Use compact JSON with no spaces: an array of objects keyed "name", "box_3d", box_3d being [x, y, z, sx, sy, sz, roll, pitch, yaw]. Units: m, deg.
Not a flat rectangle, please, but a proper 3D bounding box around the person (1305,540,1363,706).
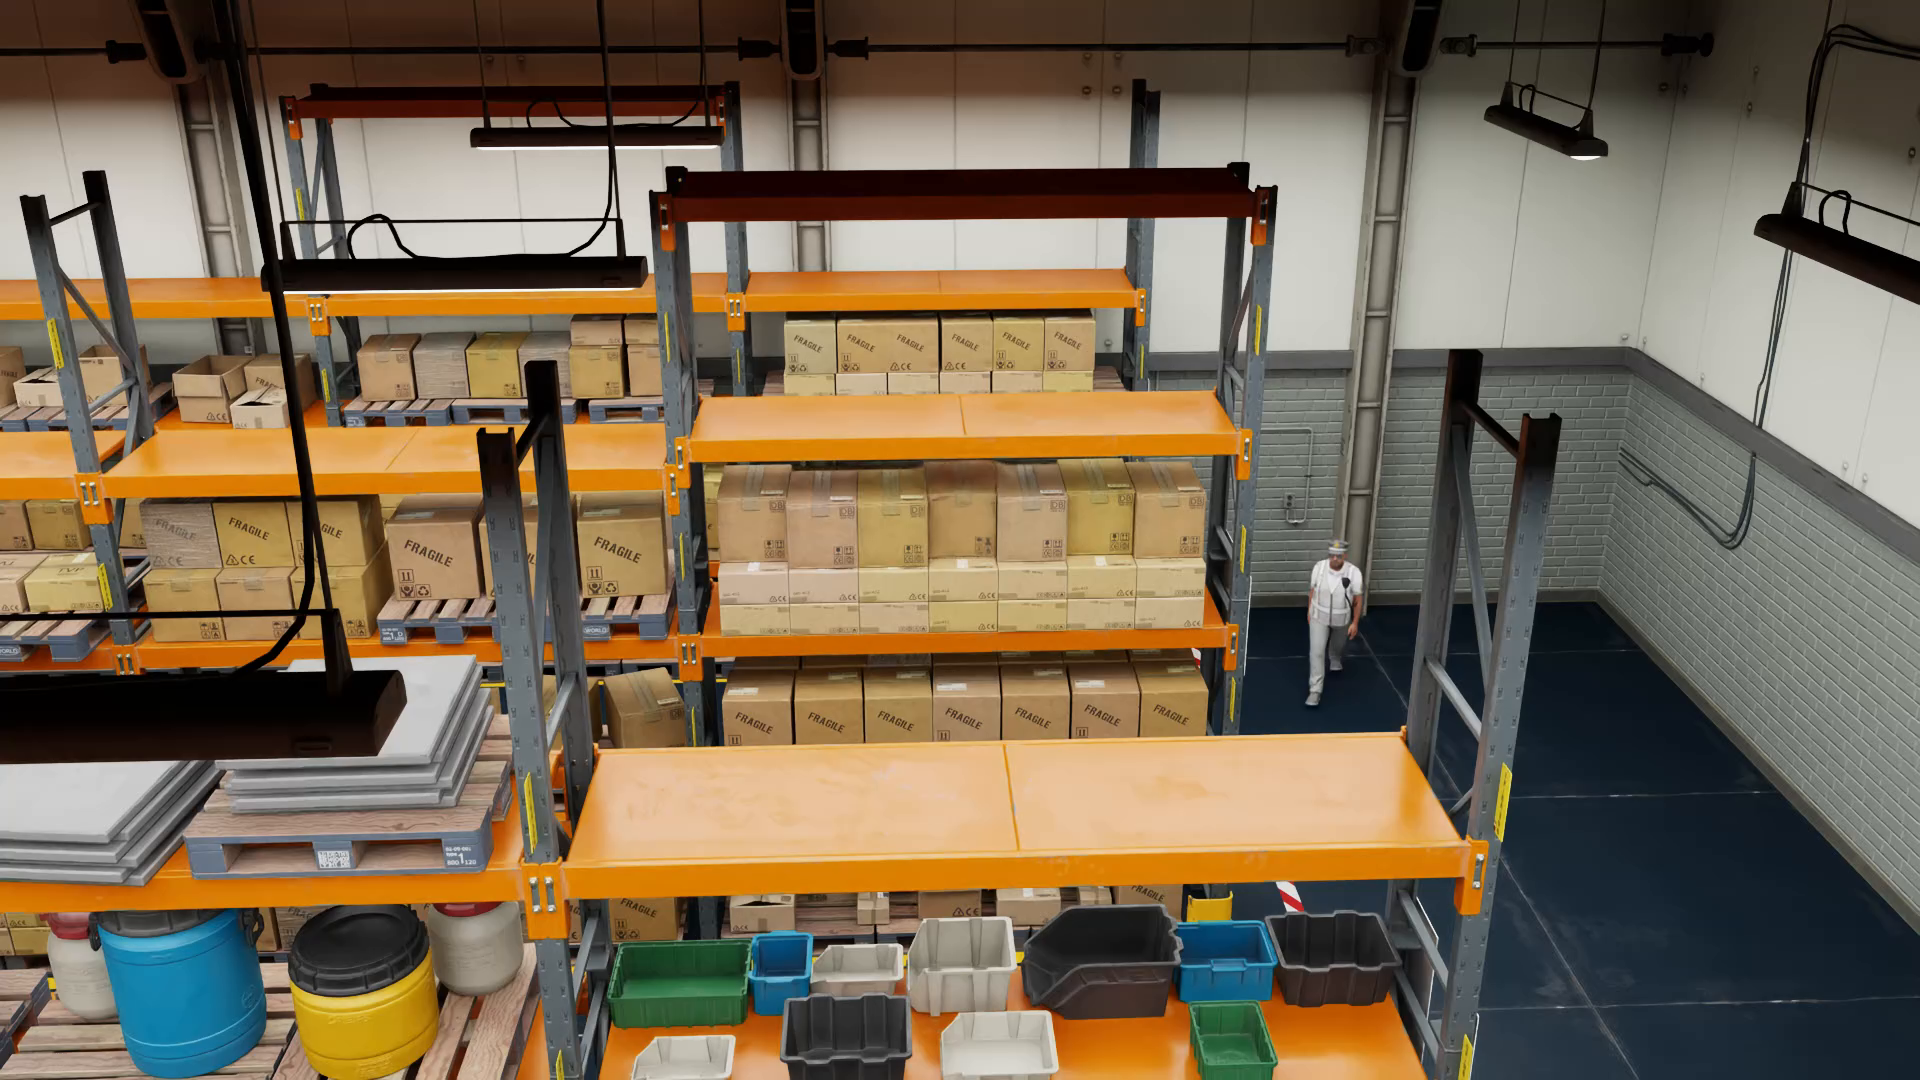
[{"name":"person","box_3d":[3.826,0.756,17.011,0.517,1.709,1.130,4,22,10]}]
